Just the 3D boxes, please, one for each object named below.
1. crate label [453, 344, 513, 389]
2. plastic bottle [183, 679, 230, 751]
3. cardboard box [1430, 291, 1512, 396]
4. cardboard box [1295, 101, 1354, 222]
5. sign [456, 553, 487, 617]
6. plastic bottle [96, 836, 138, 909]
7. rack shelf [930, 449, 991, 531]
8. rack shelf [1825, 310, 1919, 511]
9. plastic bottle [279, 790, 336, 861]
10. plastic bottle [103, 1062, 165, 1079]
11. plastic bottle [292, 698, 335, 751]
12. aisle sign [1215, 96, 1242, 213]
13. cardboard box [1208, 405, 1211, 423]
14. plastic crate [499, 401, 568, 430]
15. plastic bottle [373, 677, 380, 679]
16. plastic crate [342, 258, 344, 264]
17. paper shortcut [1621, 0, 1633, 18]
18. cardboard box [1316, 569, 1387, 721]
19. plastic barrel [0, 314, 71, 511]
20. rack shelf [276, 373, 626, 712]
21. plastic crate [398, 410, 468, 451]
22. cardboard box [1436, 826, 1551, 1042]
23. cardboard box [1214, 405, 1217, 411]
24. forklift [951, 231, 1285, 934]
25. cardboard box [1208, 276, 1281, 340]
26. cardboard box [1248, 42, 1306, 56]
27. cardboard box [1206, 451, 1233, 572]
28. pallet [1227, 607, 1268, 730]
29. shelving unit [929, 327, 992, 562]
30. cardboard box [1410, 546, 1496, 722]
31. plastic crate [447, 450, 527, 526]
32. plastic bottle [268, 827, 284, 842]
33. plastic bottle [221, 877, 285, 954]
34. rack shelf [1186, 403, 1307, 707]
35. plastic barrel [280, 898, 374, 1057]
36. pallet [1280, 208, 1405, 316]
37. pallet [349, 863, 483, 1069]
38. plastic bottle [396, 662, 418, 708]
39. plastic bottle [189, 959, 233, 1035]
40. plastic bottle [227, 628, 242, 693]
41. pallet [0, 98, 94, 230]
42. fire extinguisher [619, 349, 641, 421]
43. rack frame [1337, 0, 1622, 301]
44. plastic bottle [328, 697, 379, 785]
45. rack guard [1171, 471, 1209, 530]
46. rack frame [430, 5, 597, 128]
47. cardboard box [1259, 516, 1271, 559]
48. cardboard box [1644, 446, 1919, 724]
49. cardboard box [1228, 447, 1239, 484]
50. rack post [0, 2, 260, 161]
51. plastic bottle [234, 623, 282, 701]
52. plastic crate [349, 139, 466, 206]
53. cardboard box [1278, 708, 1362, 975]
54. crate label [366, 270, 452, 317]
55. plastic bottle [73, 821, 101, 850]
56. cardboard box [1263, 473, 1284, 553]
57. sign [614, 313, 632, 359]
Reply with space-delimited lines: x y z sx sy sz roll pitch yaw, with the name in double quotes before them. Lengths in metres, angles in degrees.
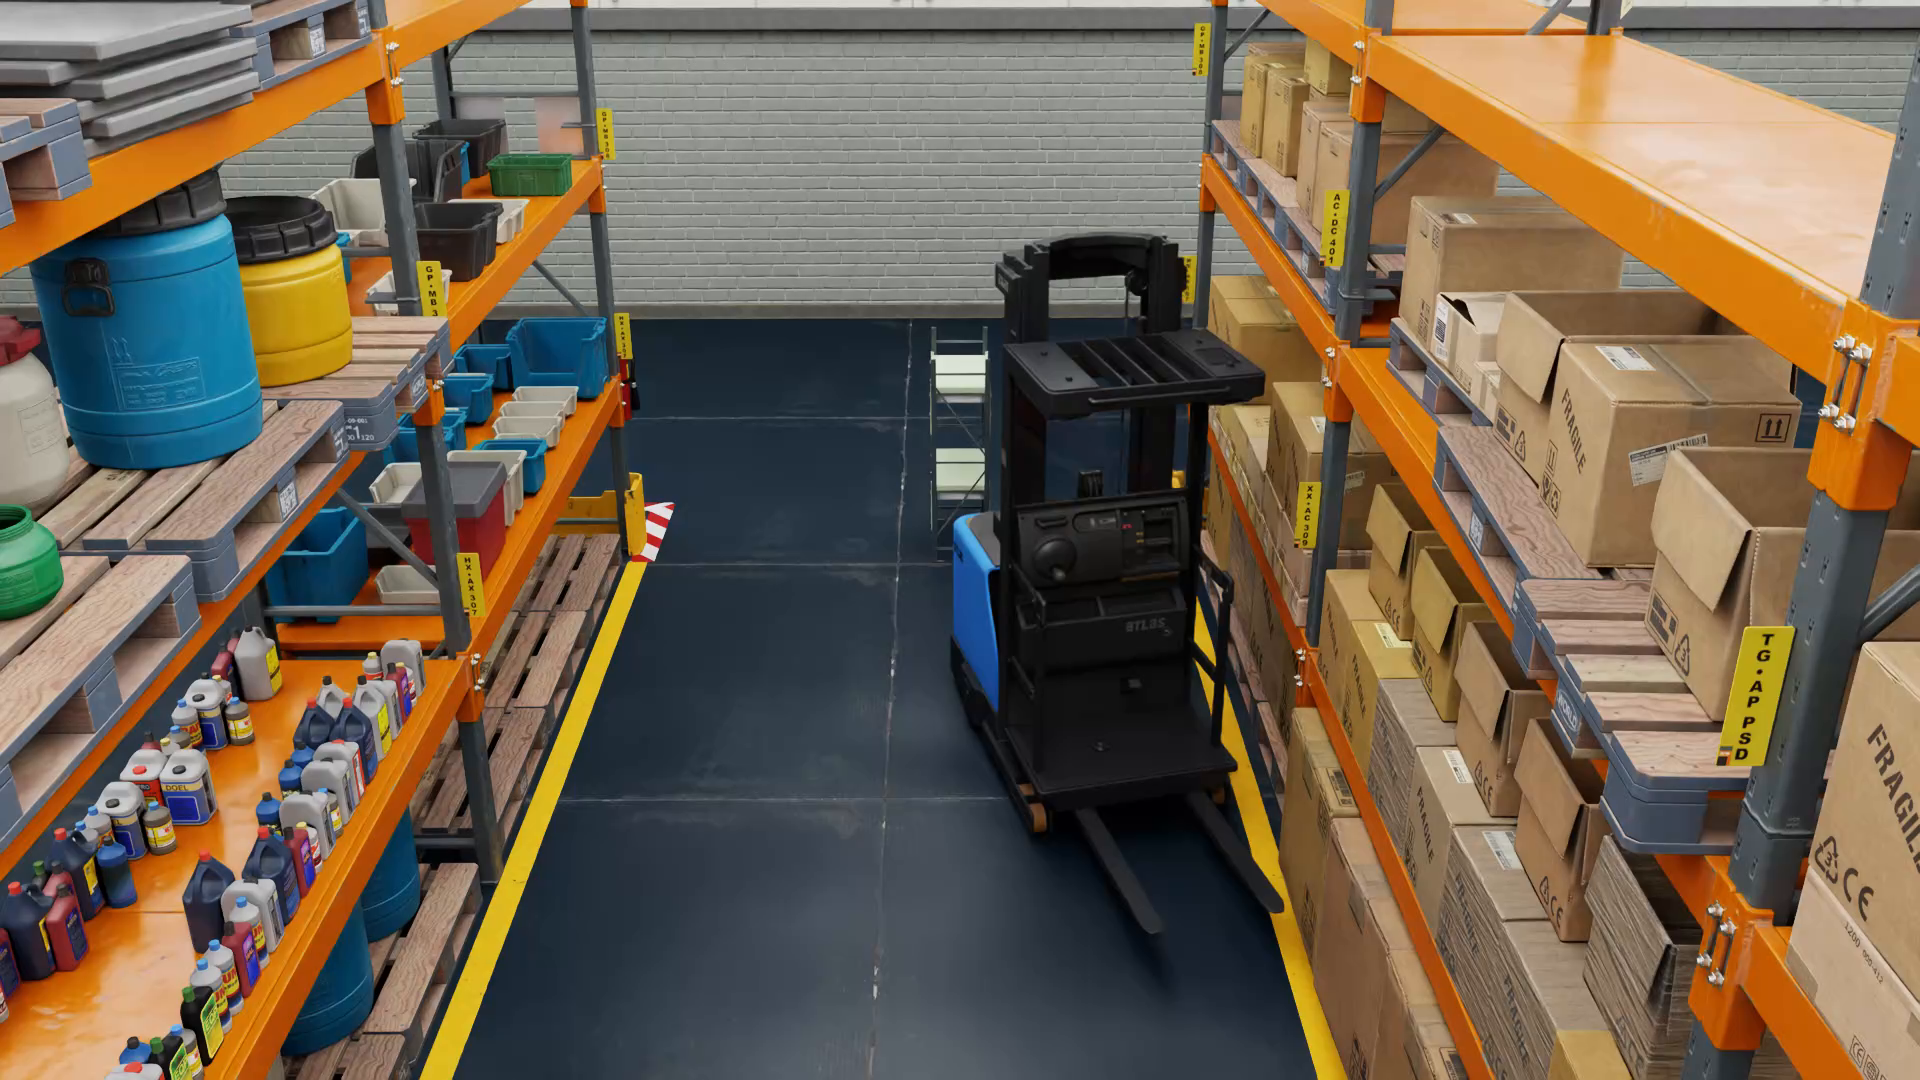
"crate label" -3.181 -1.159 11.187 0.416 0.233 0.303 0 24 -1
"plastic bottle" -3.183 0.737 7.015 0.152 0.276 0.135 0 24 -1
"cardboard box" 2.064 -0.750 6.111 0.500 0.311 0.500 -1 24 -2
"cardboard box" 2.072 -1.878 8.254 0.700 0.500 0.500 1 24 2
"sign" -2.261 0.209 7.695 0.100 0.325 0.005 0 24 -1
"plastic bottle" -3.054 1.193 6.013 0.097 0.271 0.097 0 24 0
"rack shelf" 0.000 -0.384 11.953 0.431 0.370 0.720 0 24 -1
"rack shelf" 2.208 0.564 1.326 1.077 0.370 4.000 0 24 -1
"plastic bottle" -2.470 1.064 6.292 0.152 0.276 0.135 0 24 -1
"plastic bottle" -2.454 1.671 4.949 0.152 0.276 0.135 0 24 -1
"plastic bottle" -2.615 0.813 6.755 0.144 0.351 0.185 0 24 -1
"aisle sign" 1.798 -2.546 10.969 0.394 0.787 0.004 0 24 -1
"cardboard box" 1.780 -0.860 10.700 0.380 0.149 0.250 -1 24 -2
"plastic crate" -2.676 -0.764 10.429 0.396 0.136 0.243 0 24 -1
"plastic bottle" -2.514 0.691 7.206 0.097 0.201 0.097 0 24 0
"plastic crate" -3.117 -1.106 7.557 0.450 0.188 0.662 0 24 -1
"paper shortcut" 1.646 -1.376 4.086 0.009 0.170 0.078 9 -7 -5
"cardboard box" 1.897 0.460 7.355 0.500 0.500 0.500 0 24 0
"plastic barrel" -2.937 -0.365 4.985 0.433 0.535 0.433 0 24 0
"rack shelf" -2.832 -0.159 9.719 1.077 0.370 4.000 0 24 -1
"plastic crate" -3.166 -0.617 9.987 0.416 0.233 0.300 0 24 -1
"cardboard box" 1.924 1.296 5.507 0.500 0.500 0.500 -1 24 -2
"cardboard box" 1.846 -0.988 10.498 0.500 0.250 0.500 -1 24 -1
"forklift" 0.811 0.031 8.508 1.130 2.935 3.031 -6 25 -13
"cardboard box" 1.839 -1.337 10.362 0.500 0.500 0.500 -1 24 -2
"cardboard box" 2.158 -2.769 10.223 0.700 0.500 0.500 -2 24 -4
"cardboard box" 2.185 -0.294 11.211 0.875 0.875 0.875 0 24 -1
"pallet" 2.196 0.768 10.180 1.003 0.211 1.213 0 24 -1
"shelving unit" 0.000 -0.681 11.818 0.431 1.500 0.755 0 24 -1
"cardboard box" 2.153 0.358 6.363 0.797 0.503 0.637 0 24 0
"plastic crate" -2.643 -0.266 9.154 0.437 0.282 0.530 0 24 -1
"plastic bottle" -2.500 1.169 6.065 0.097 0.271 0.097 0 24 0
"plastic bottle" -2.464 1.290 5.791 0.152 0.276 0.135 0 24 -1
"rack shelf" 2.120 -0.182 9.768 1.077 0.370 4.000 0 24 -1
"plastic barrel" -2.814 1.618 6.953 0.600 0.901 0.708 0 24 -1
"pallet" 2.144 -1.349 7.943 1.003 0.211 1.213 0 24 -1
"pallet" -2.844 1.926 7.620 1.003 0.211 1.213 0 24 -1
"plastic bottle" -2.454 0.636 7.328 0.097 0.201 0.097 0 24 0
"plastic bottle" -2.431 1.475 5.387 0.097 0.271 0.097 0 24 0
"plastic bottle" -3.233 0.543 7.434 0.061 0.283 0.133 0 24 -1
"pallet" -2.744 -0.777 3.647 1.213 0.211 1.003 0 24 -1
"fire extinguisher" -2.401 -1.170 11.628 0.296 0.674 0.183 0 24 -1
"rack frame" 2.142 -2.419 6.561 1.000 3.000 0.127 0 24 -1
"plastic bottle" -2.471 0.813 6.756 0.144 0.351 0.185 0 24 -1
"rack guard" 2.098 -0.205 11.979 1.175 0.500 0.348 0 24 -1
"rack frame" -2.854 -4.045 10.157 1.000 3.000 0.127 0 24 -1
"cardboard box" 1.803 -0.013 8.827 0.380 0.149 0.250 0 24 0
"cardboard box" 2.107 0.107 3.982 0.797 0.503 0.637 1 24 3
"cardboard box" 1.790 -0.438 9.766 0.380 0.149 0.250 -1 24 -2
"rack post" -2.661 -1.335 4.772 0.937 0.300 0.954 2 24 5
"plastic bottle" -3.130 0.523 7.398 0.144 0.351 0.185 0 24 -1
"plastic crate" -3.112 -2.019 9.393 0.504 0.338 0.767 0 24 -1
"cardboard box" 2.169 1.355 7.566 1.225 0.875 0.875 0 24 0
"crate label" -2.527 -1.113 7.633 0.293 0.136 0.466 0 24 -1
"plastic bottle" -3.199 1.153 6.100 0.097 0.271 0.097 0 24 0
"cardboard box" 1.867 -0.147 8.638 0.500 0.250 0.500 0 24 1
"sign" -2.304 -1.395 11.379 0.100 0.325 0.005 0 24 -1
